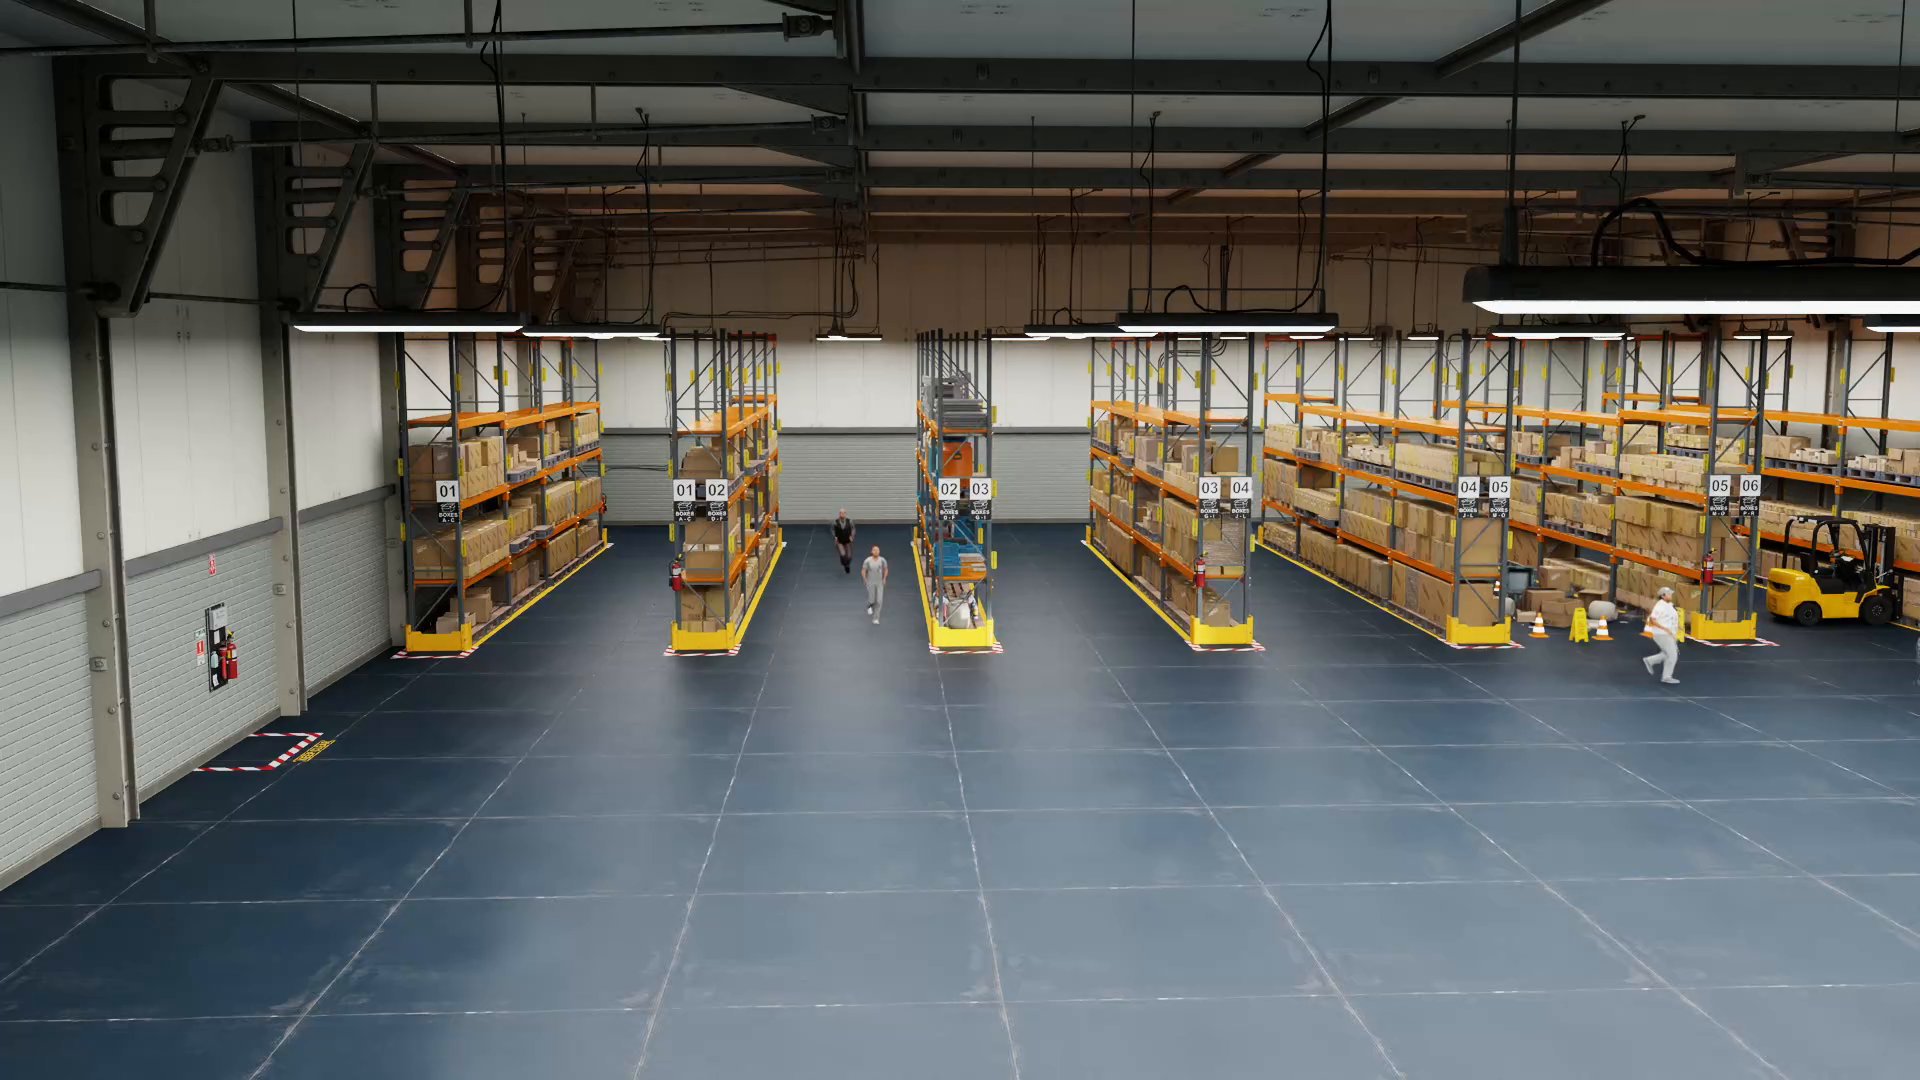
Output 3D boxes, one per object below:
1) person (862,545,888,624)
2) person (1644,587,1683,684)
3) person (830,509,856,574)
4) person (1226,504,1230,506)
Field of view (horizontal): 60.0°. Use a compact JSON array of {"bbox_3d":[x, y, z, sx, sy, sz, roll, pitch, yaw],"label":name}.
[{"bbox_3d":[-1.745,0.886,34.061,0.550,1.621,0.622,-1,7,-11],"label":"person"},{"bbox_3d":[11.926,1.600,28.214,0.645,1.619,0.611,6,9,43],"label":"person"},{"bbox_3d":[-2.868,0.047,40.862,0.638,1.625,0.607,-1,7,-9],"label":"person"},{"bbox_3d":[7.396,-0.754,47.634,0.695,1.709,0.626,3,7,25],"label":"person"}]
